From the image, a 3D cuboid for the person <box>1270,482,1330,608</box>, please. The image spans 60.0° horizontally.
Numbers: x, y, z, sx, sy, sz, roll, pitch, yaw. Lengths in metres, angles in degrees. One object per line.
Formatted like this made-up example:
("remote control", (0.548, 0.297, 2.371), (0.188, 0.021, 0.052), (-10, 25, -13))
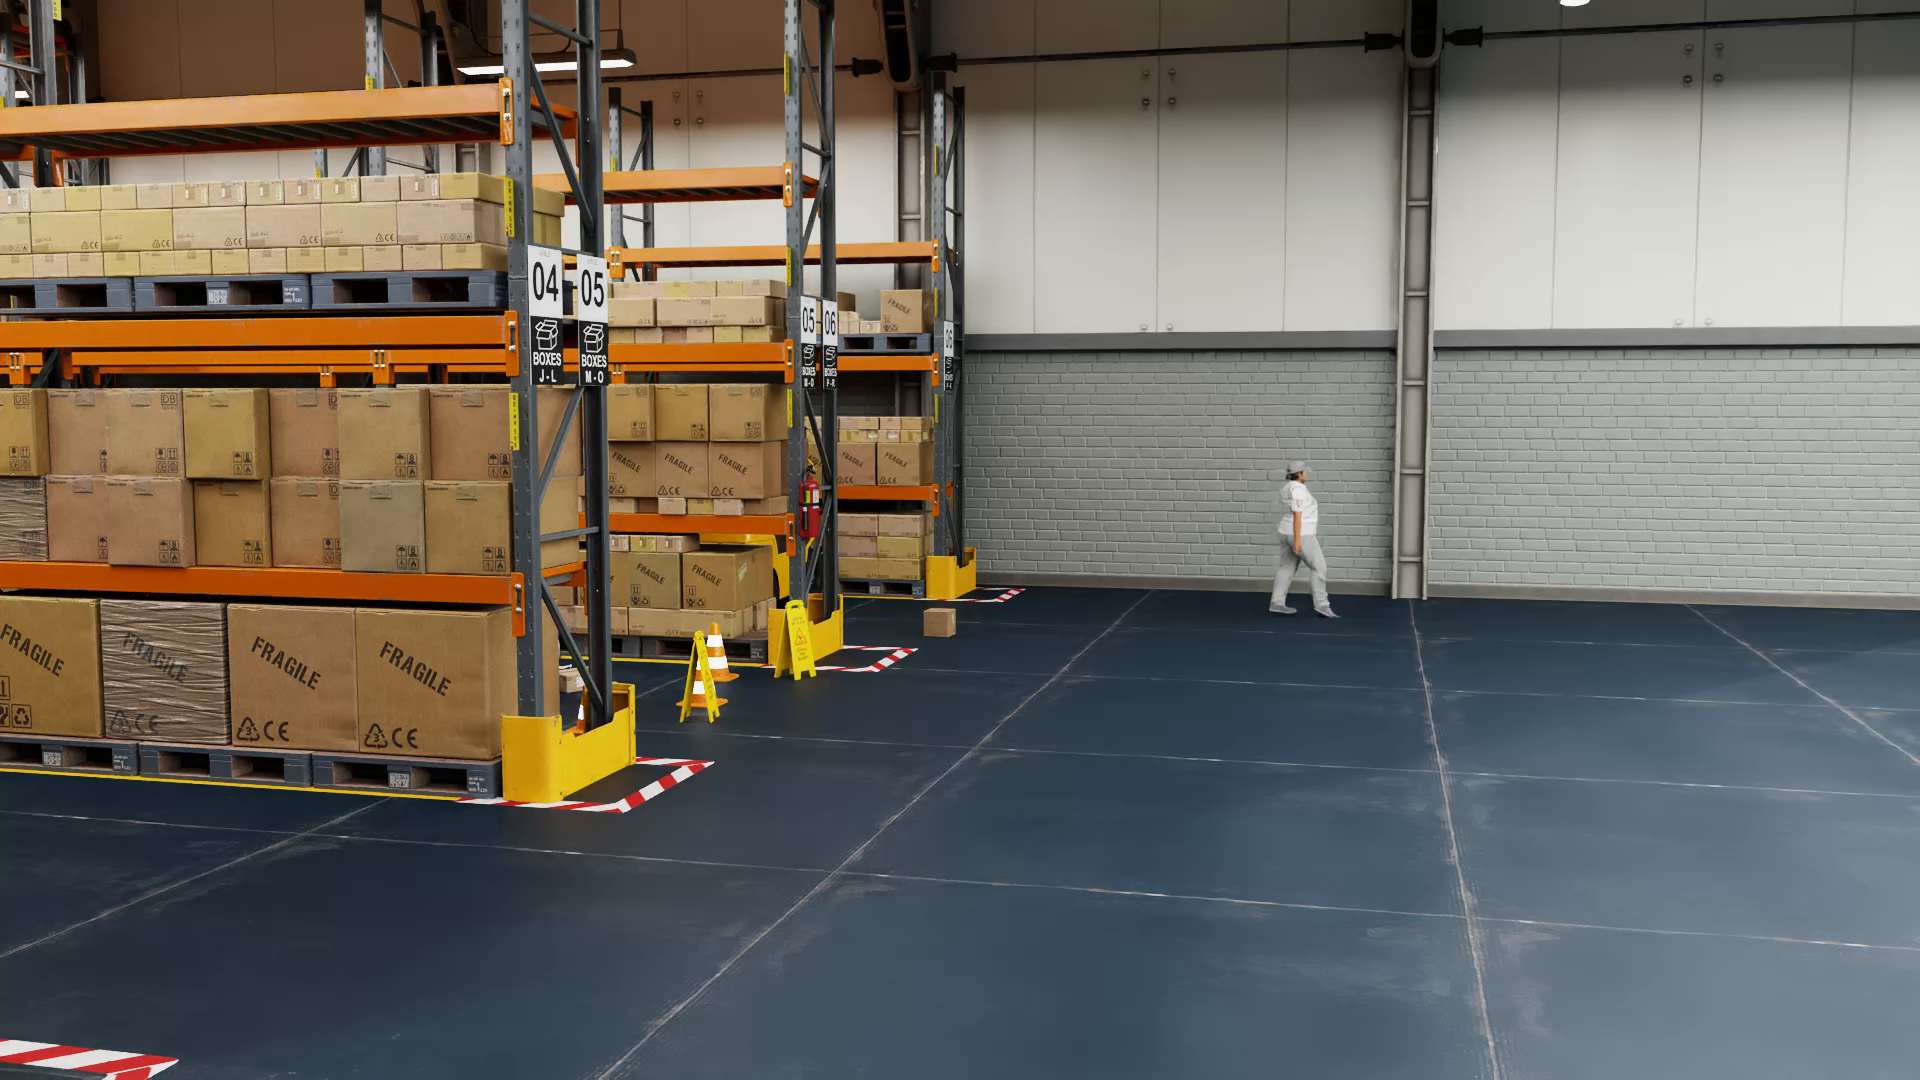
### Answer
("person", (3.621, 0.051, 17.702), (0.585, 1.332, 0.428), (-1, 5, -12))
